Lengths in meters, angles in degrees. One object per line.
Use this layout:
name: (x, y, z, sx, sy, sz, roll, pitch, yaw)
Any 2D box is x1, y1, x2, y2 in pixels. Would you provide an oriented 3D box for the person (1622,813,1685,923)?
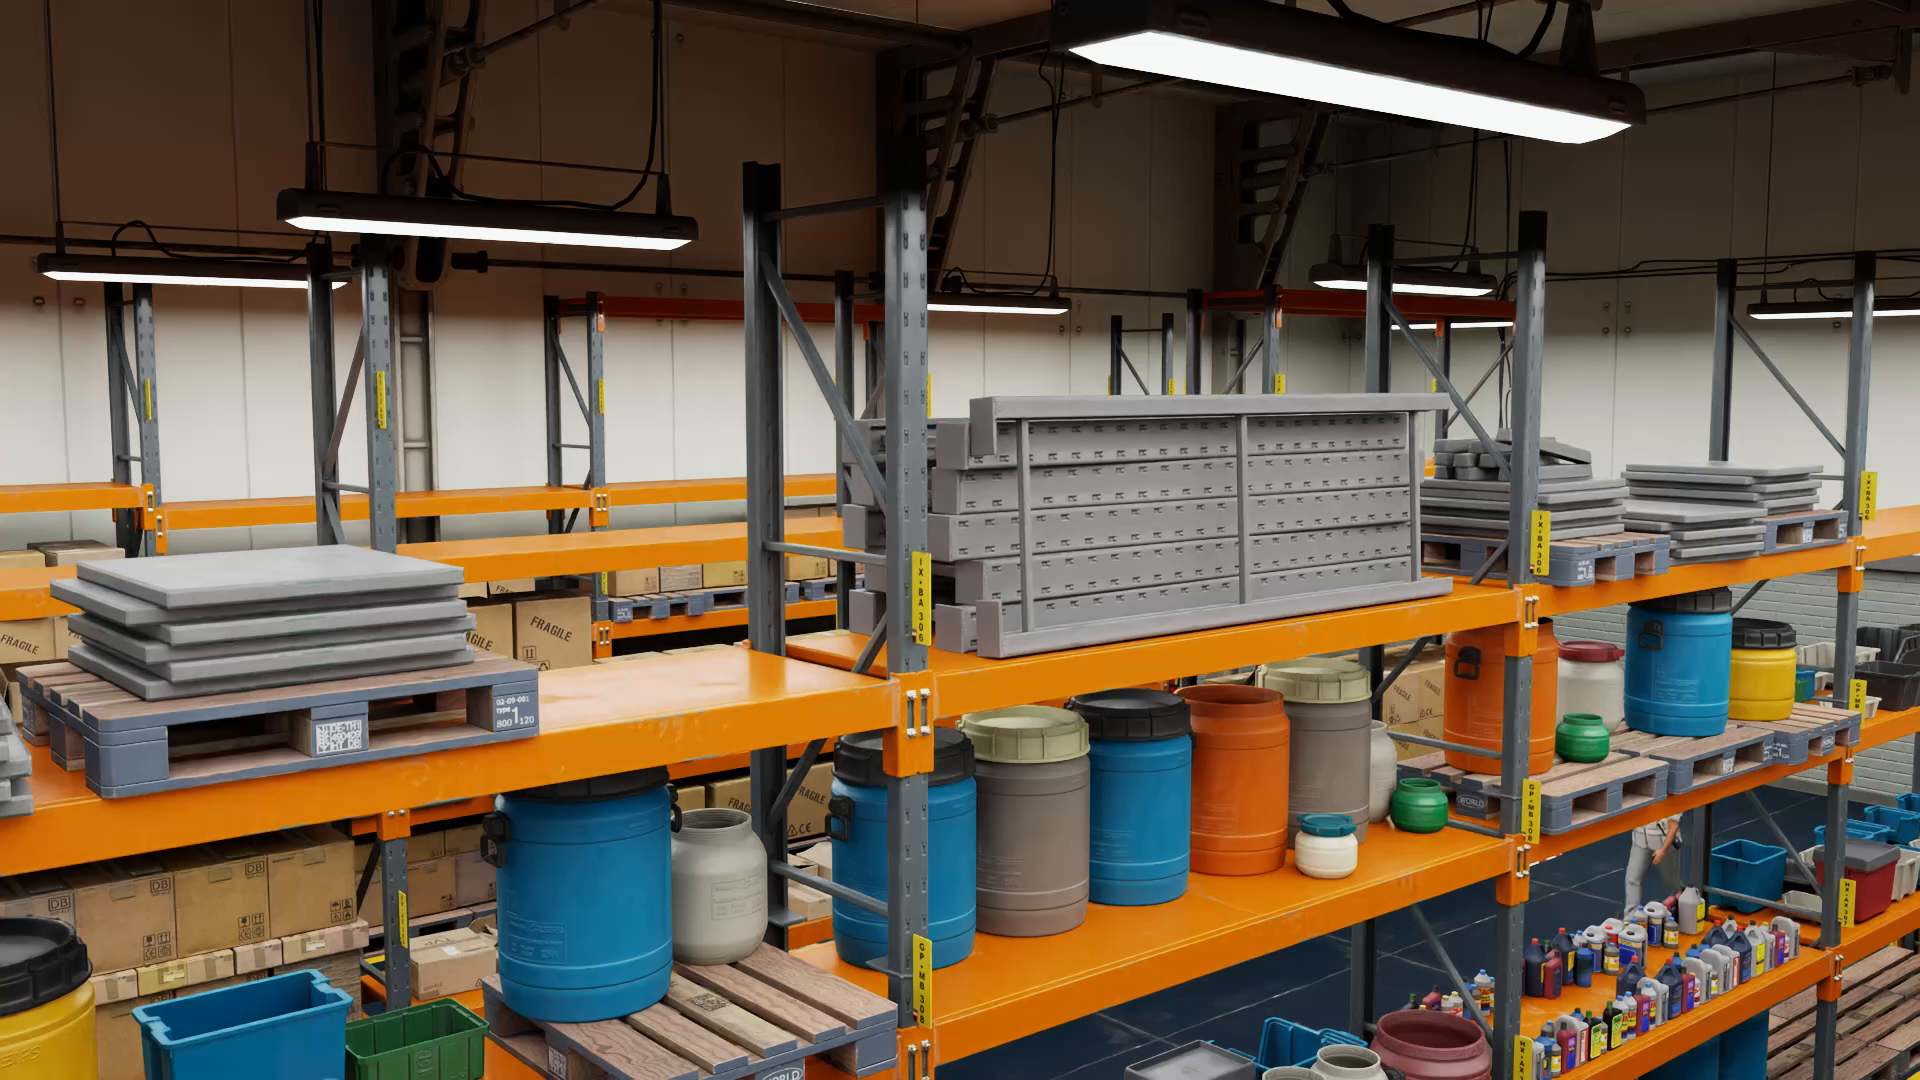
person: (6.521, 2.853, 15.564, 1.034, 1.605, 0.470, -5, 7, -41)
